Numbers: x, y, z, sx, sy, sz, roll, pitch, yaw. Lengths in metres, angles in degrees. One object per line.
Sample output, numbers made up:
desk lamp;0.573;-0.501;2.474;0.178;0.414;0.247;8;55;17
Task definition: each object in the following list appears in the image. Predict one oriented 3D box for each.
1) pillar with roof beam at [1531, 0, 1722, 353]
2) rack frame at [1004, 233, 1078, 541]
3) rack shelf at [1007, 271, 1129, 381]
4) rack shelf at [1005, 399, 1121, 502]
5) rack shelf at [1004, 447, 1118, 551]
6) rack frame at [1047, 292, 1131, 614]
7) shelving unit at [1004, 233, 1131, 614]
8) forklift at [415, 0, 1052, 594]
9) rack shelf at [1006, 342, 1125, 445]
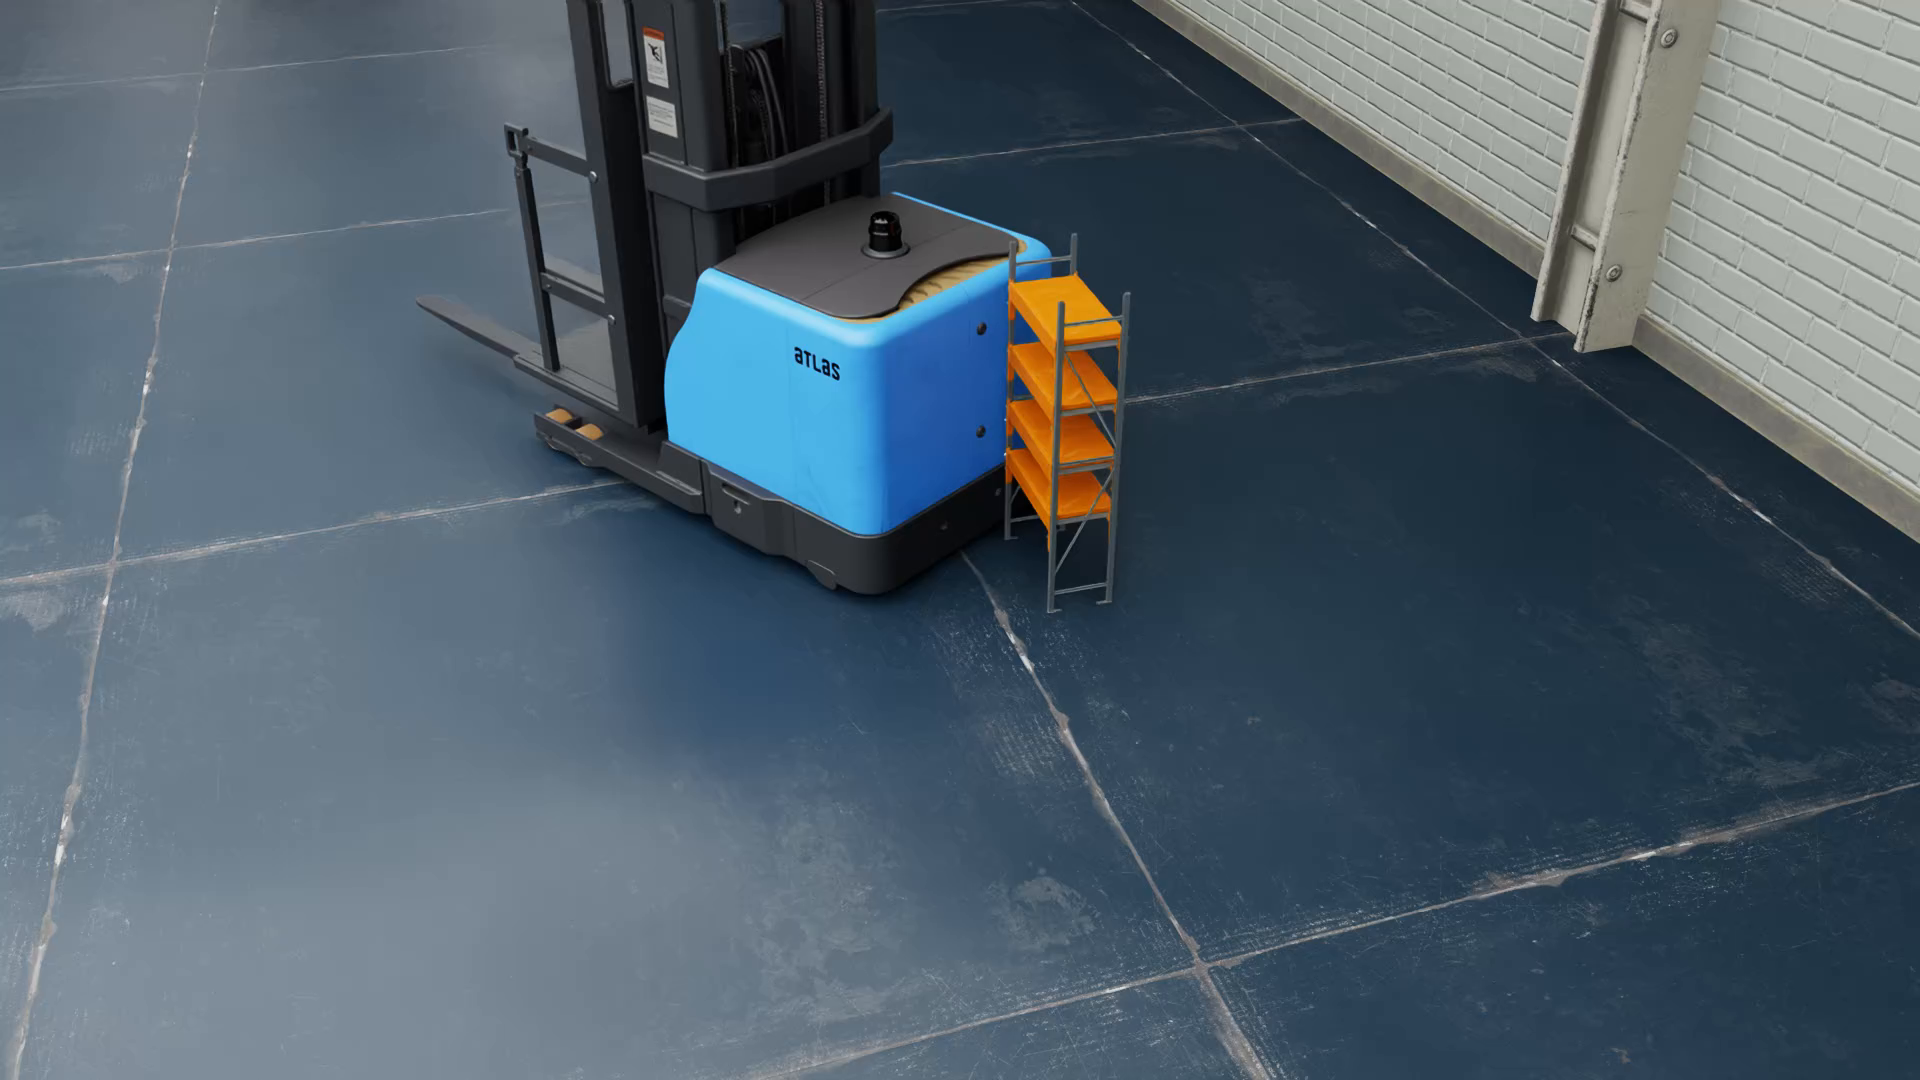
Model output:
pillar with roof beam;-1.205;-4.007;4.152;9.100;9.000;0.400;-10;35;-15
rack frame;0.283;-0.519;5.947;0.240;1.200;0.015;-9;35;-14
rack shelf;0.353;-0.718;5.535;0.258;0.148;0.480;-9;35;-14
rack shelf;0.353;-0.334;5.789;0.258;0.148;0.480;-9;35;-14
rack shelf;0.353;-0.168;5.899;0.258;0.148;0.480;-9;35;-14
rack frame;0.423;-0.261;5.557;0.240;1.200;0.015;-9;35;-14
shelving unit;0.353;-0.390;5.752;0.258;1.200;0.503;-9;35;-14
forklift;-1.099;-1.714;6.185;3.031;2.935;1.130;26;41;33
rack shelf;0.353;-0.521;5.666;0.258;0.148;0.480;-9;35;-14
